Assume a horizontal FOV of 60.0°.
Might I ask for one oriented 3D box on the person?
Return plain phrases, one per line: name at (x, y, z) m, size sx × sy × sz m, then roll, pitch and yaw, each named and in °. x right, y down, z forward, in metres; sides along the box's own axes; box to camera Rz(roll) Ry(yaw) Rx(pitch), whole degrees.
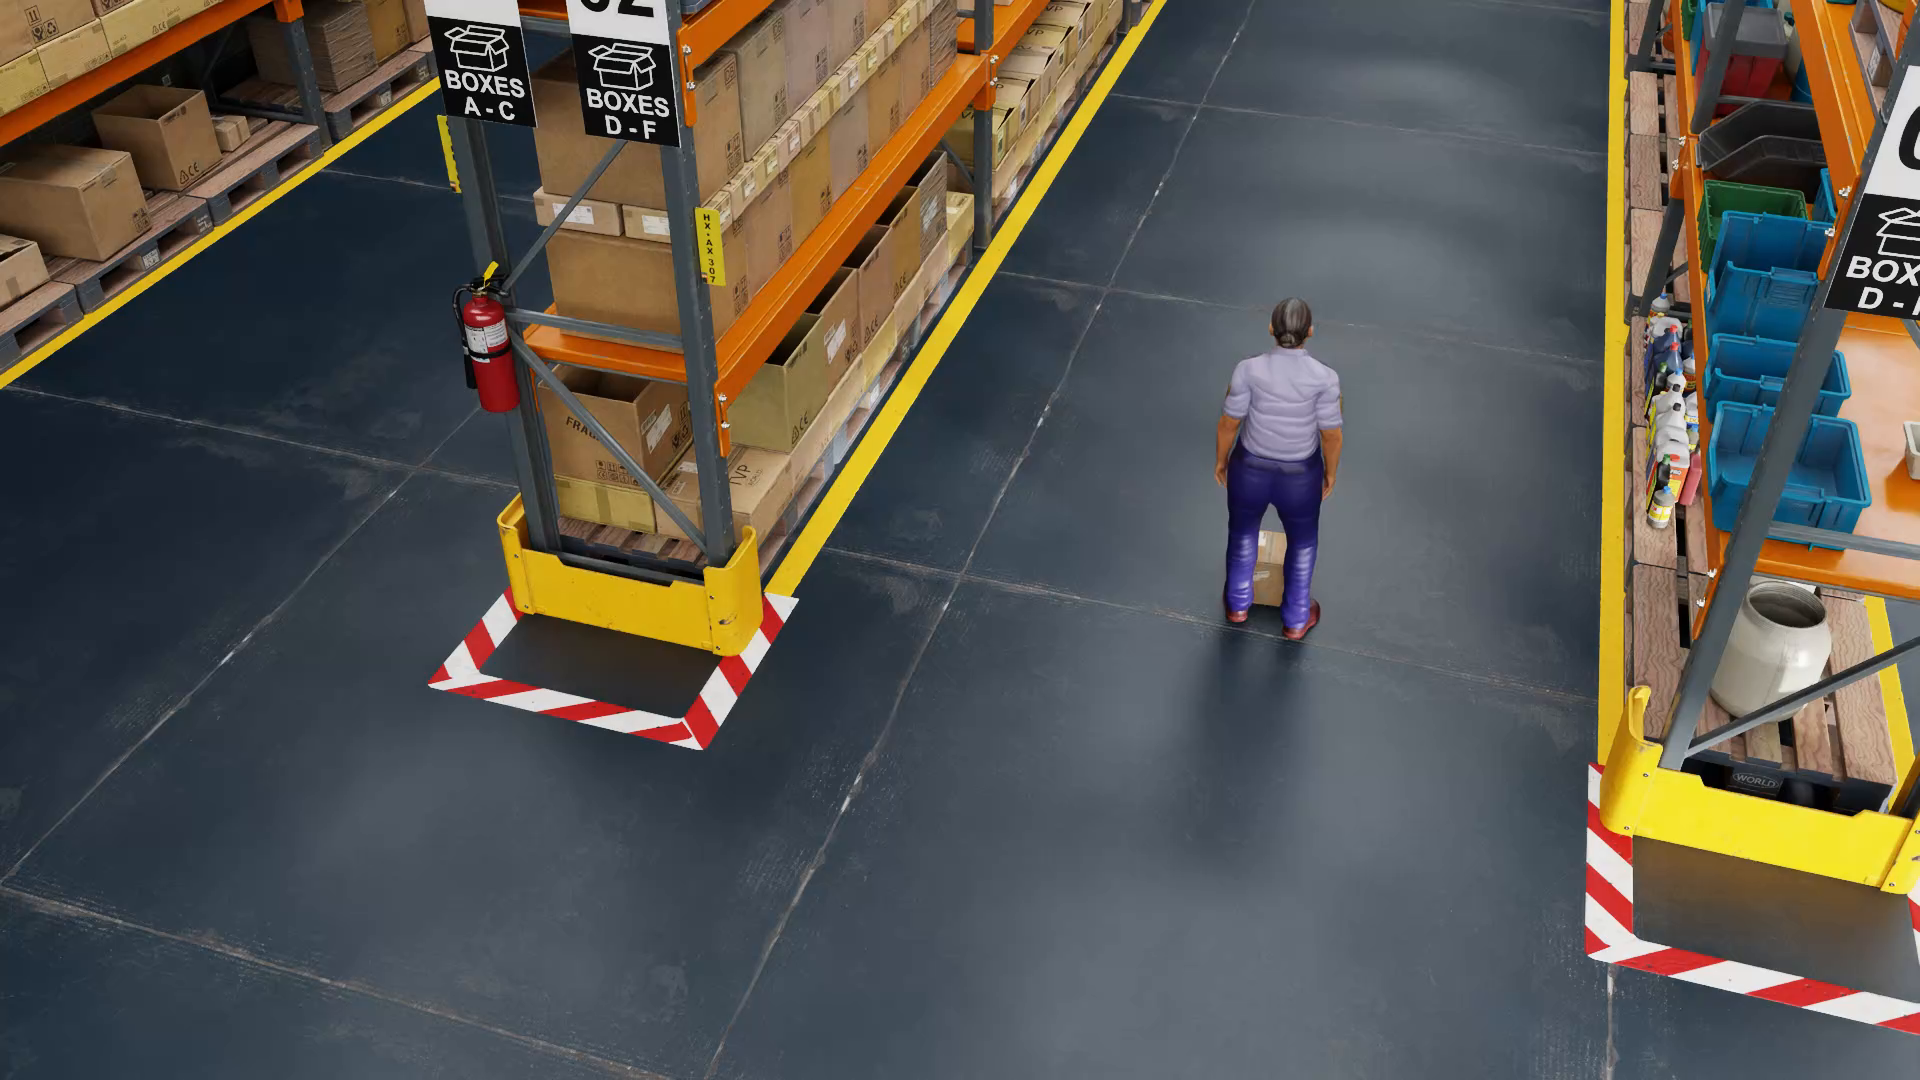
person at (1.397, -0.302, 7.293) m, size 0.563 × 1.653 × 0.418 m, roll 9°, pitch 38°, yaw 12°
